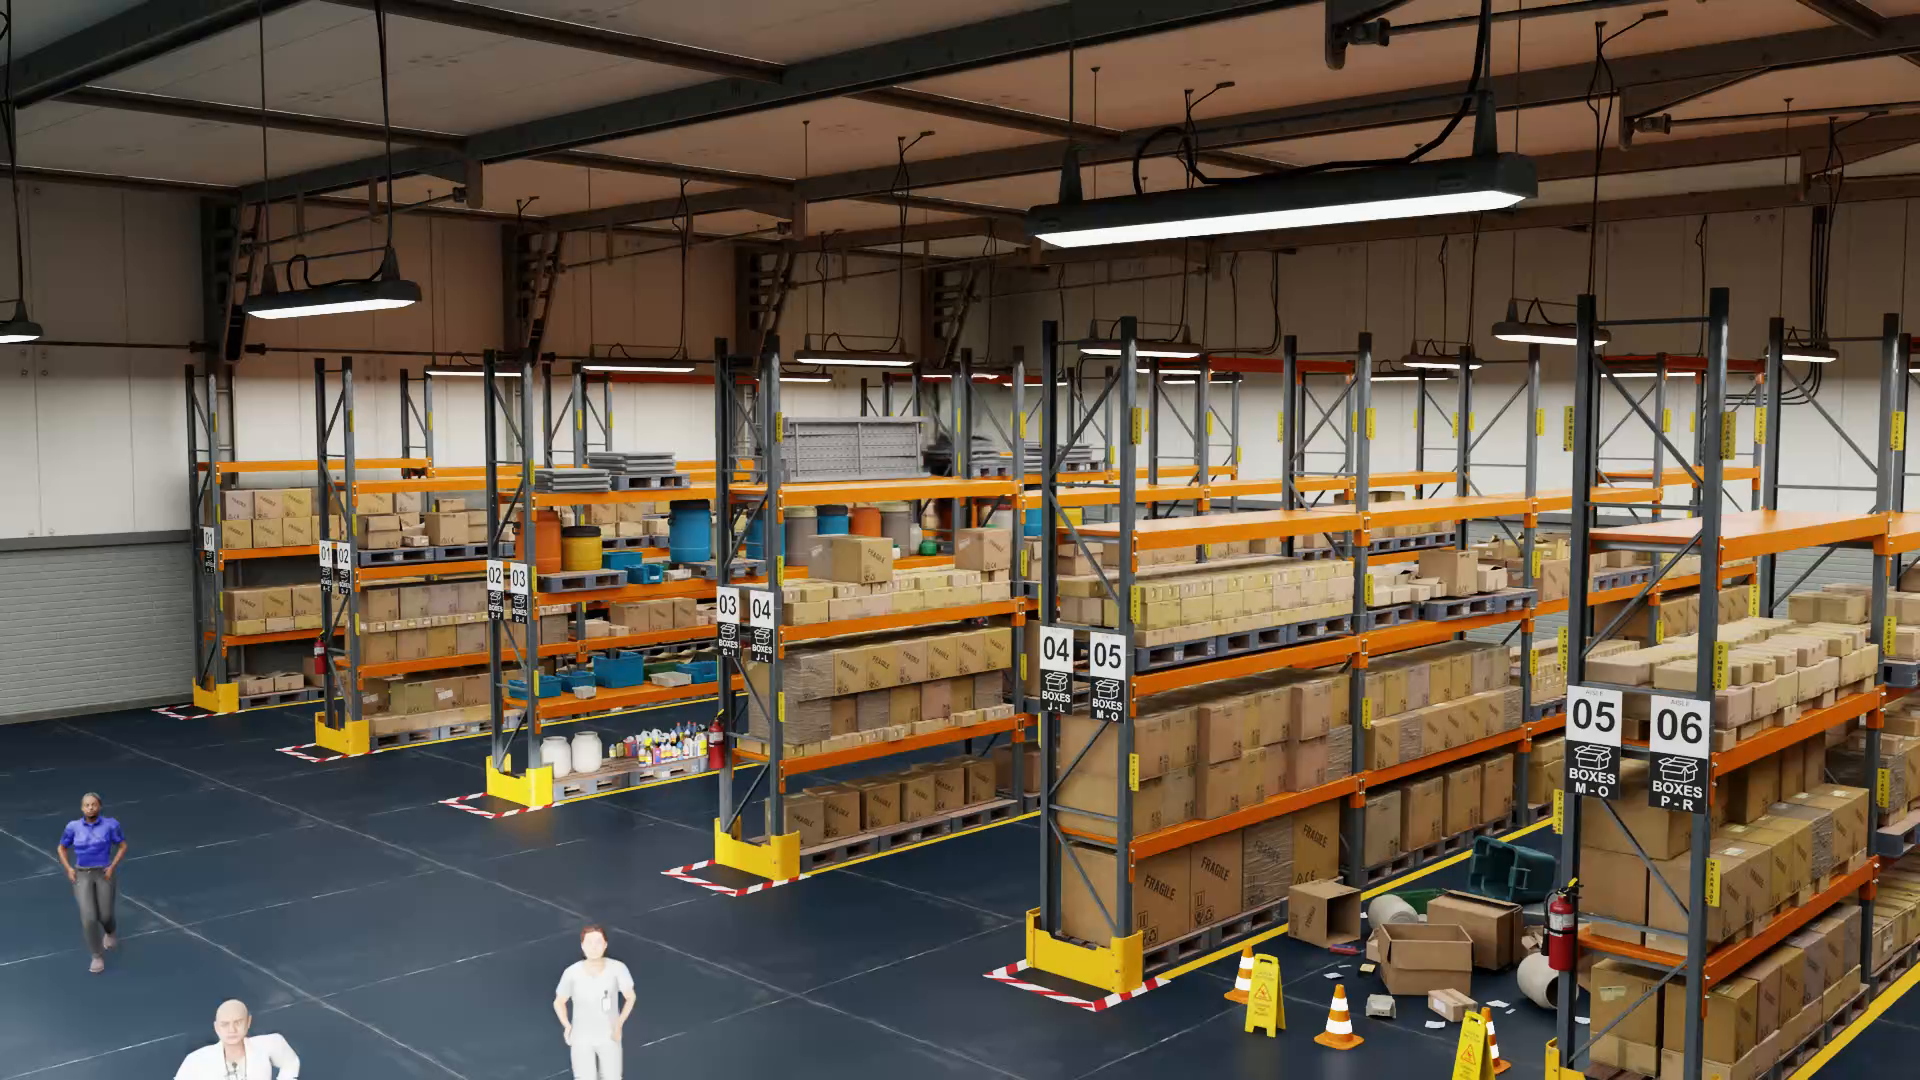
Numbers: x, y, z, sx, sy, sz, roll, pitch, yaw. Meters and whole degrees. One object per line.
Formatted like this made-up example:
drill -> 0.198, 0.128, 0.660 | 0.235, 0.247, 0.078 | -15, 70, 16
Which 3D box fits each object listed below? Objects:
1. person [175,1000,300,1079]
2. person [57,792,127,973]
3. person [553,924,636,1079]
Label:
person -> -4.160, 3.524, 9.566 | 0.710, 1.781, 1.049 | -2, 5, -23
person -> -8.112, 3.170, 15.567 | 0.587, 1.618, 0.621 | -2, 5, -24
person -> -2.538, 3.466, 11.568 | 0.561, 1.617, 0.594 | -1, 4, -10
